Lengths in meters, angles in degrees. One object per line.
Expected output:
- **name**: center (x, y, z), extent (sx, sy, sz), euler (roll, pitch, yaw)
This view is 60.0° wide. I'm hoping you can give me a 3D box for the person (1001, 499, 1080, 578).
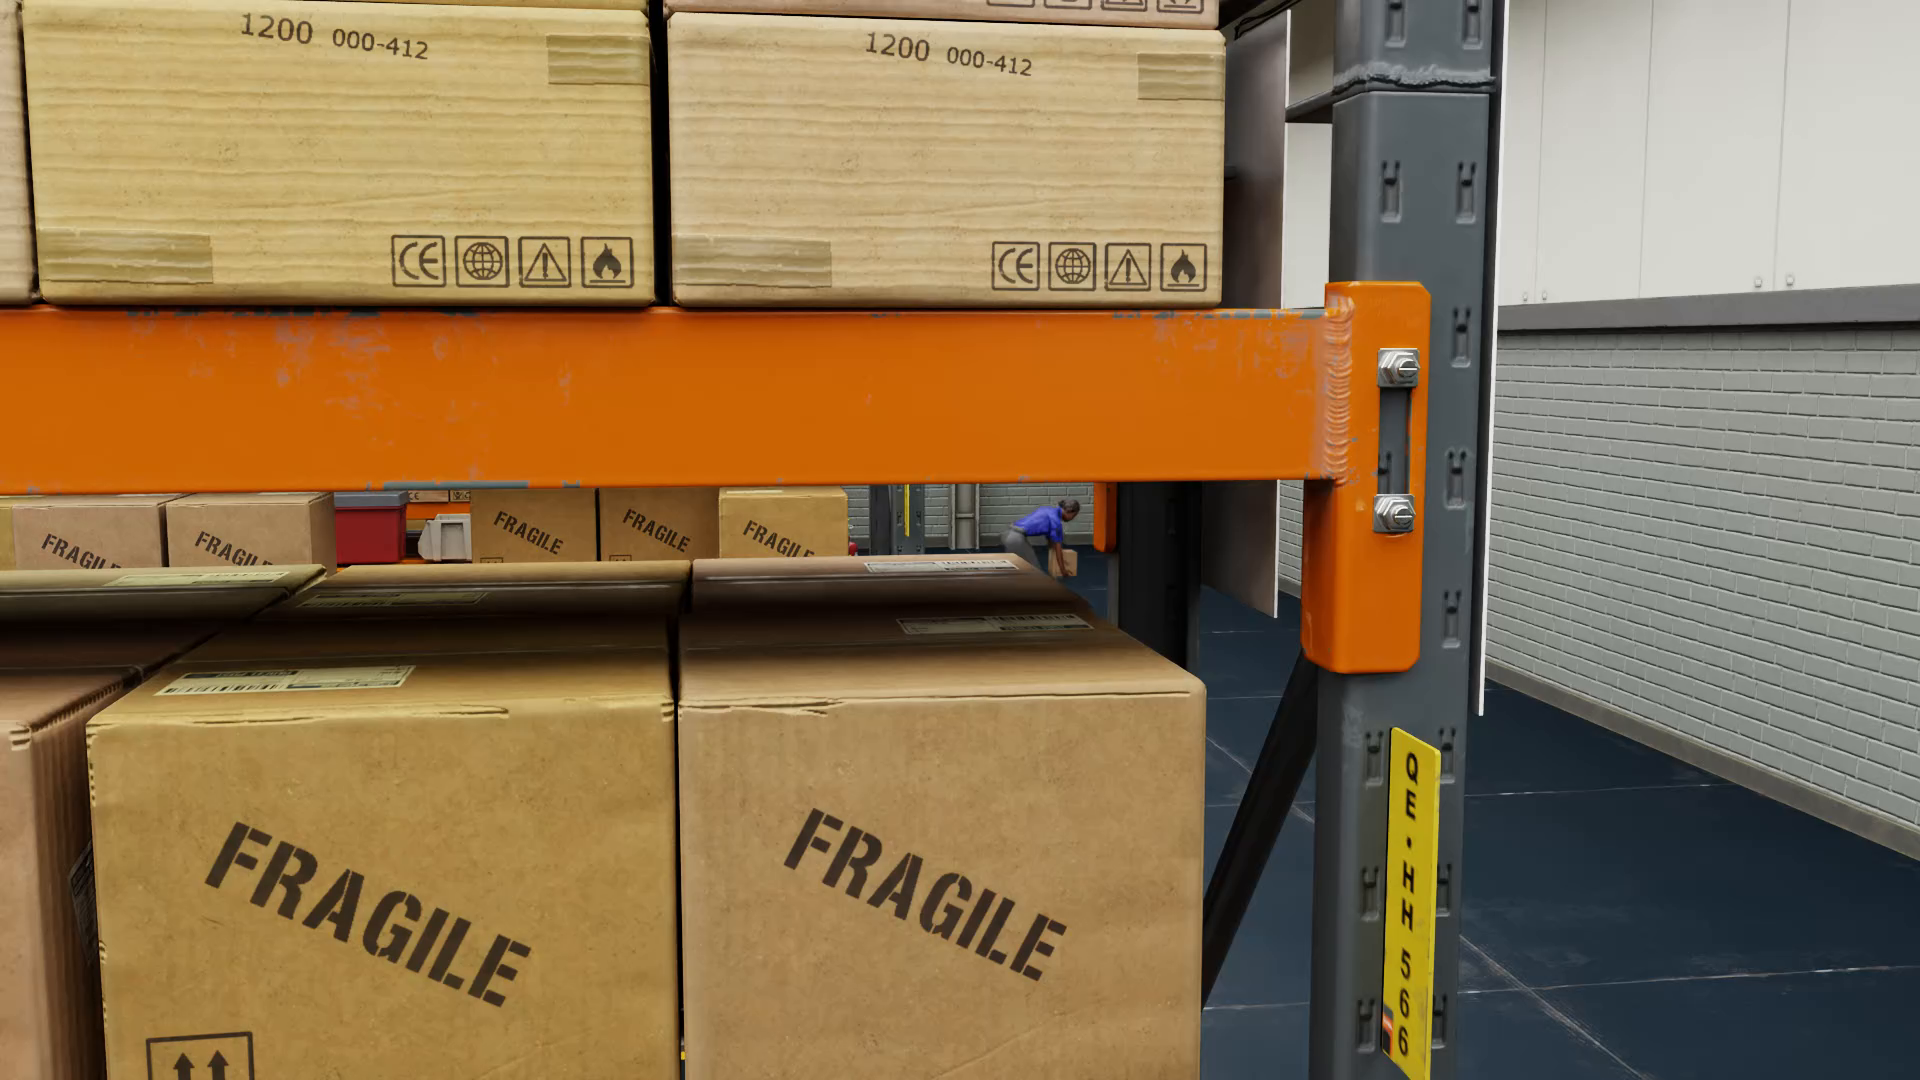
- **person**: center (0.834, 0.189, 17.152), extent (0.824, 1.221, 0.426), euler (-1, 7, -11)
